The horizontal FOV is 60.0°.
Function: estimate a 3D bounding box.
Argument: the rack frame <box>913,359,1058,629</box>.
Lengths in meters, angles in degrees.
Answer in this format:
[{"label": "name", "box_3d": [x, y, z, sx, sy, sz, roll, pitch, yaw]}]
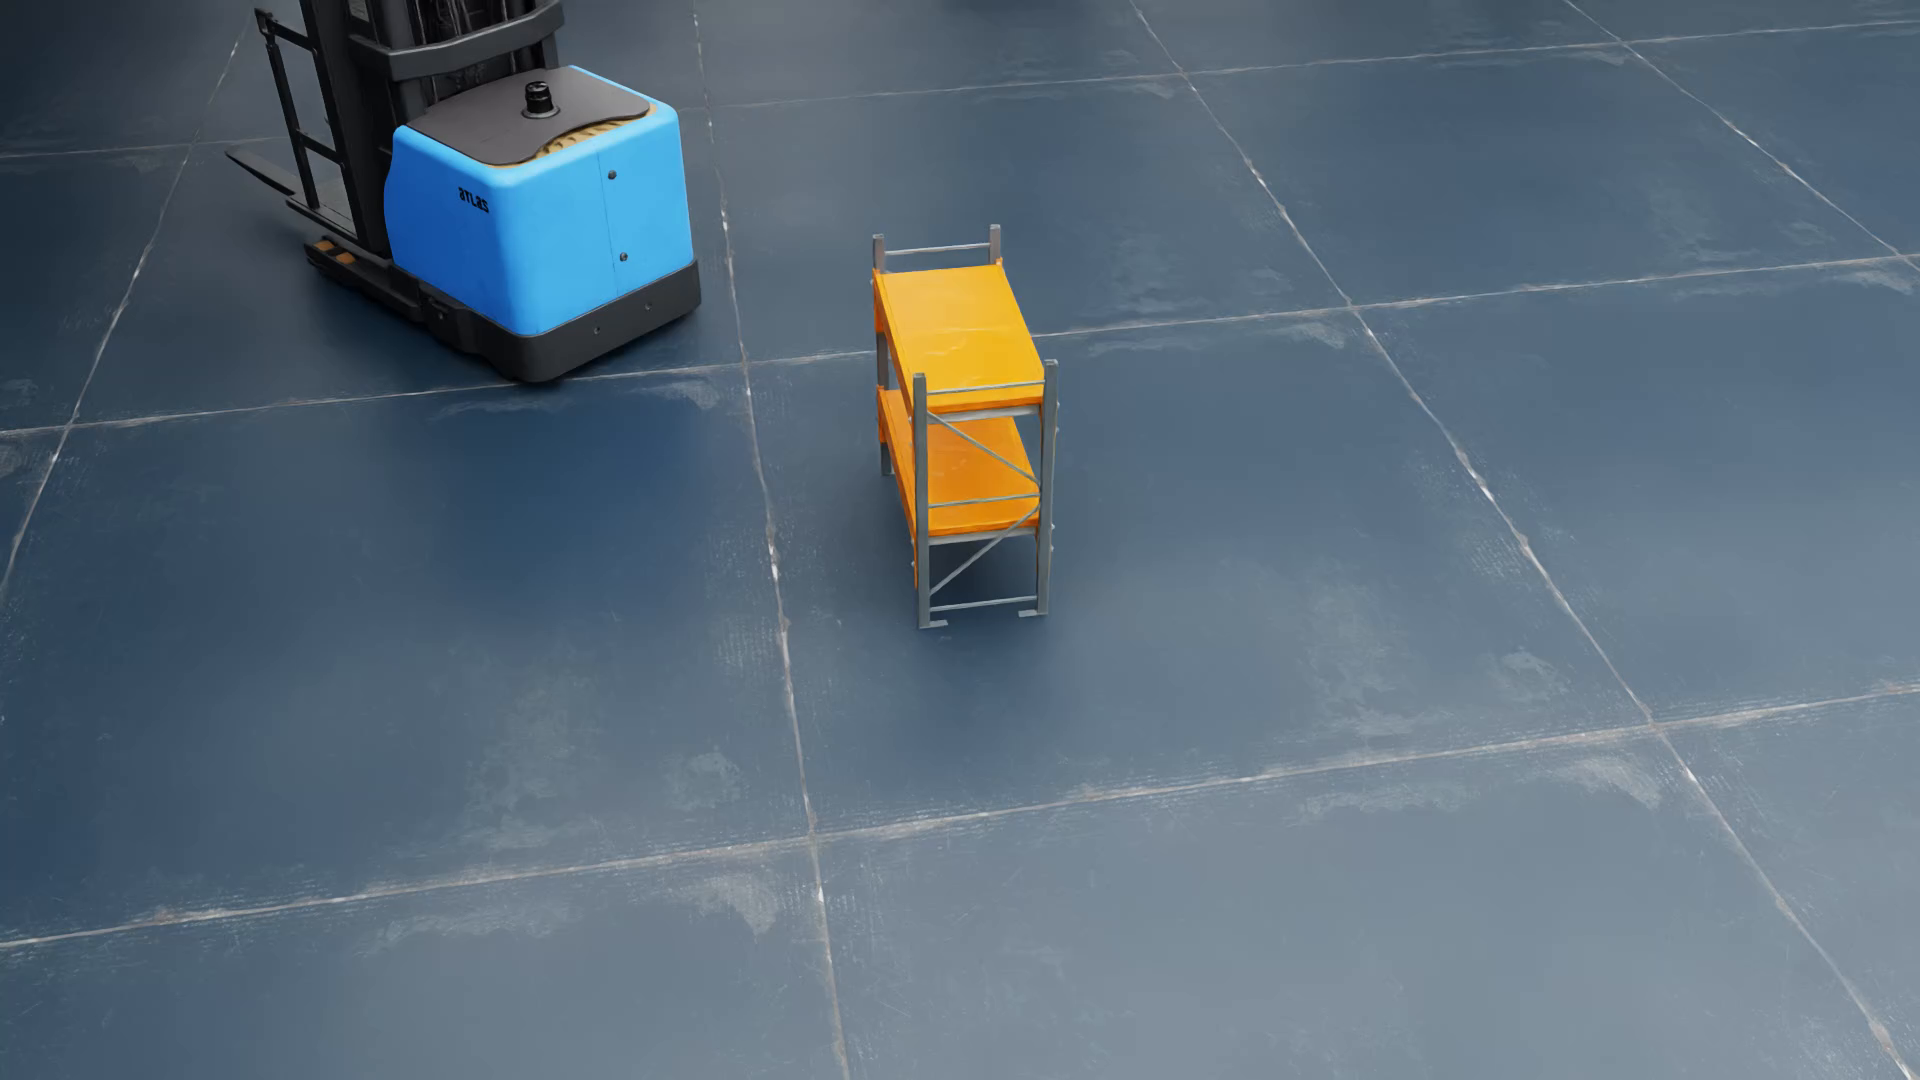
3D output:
[{"label": "rack frame", "box_3d": [0.088, -0.141, 6.015, 0.500, 1.125, 0.032, -6, 38, -8]}]

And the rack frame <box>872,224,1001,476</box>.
[{"label": "rack frame", "box_3d": [-0.090, -0.755, 6.805, 0.500, 1.125, 0.032, -6, 38, -8]}]

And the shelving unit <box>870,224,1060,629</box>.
[{"label": "shelving unit", "box_3d": [-0.001, -0.448, 6.410, 0.538, 1.125, 1.048, -6, 38, -8]}]

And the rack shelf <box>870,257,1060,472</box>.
[{"label": "rack shelf", "box_3d": [-0.001, -0.679, 6.231, 0.538, 0.278, 1.000, -6, 38, -8]}]

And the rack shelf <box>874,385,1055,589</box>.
[{"label": "rack shelf", "box_3d": [-0.001, -0.255, 6.560, 0.538, 0.278, 1.000, -6, 38, -8]}]

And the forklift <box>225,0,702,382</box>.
[{"label": "forklift", "box_3d": [-2.695, -2.650, 7.772, 3.031, 2.935, 1.130, 29, 46, 32]}]
